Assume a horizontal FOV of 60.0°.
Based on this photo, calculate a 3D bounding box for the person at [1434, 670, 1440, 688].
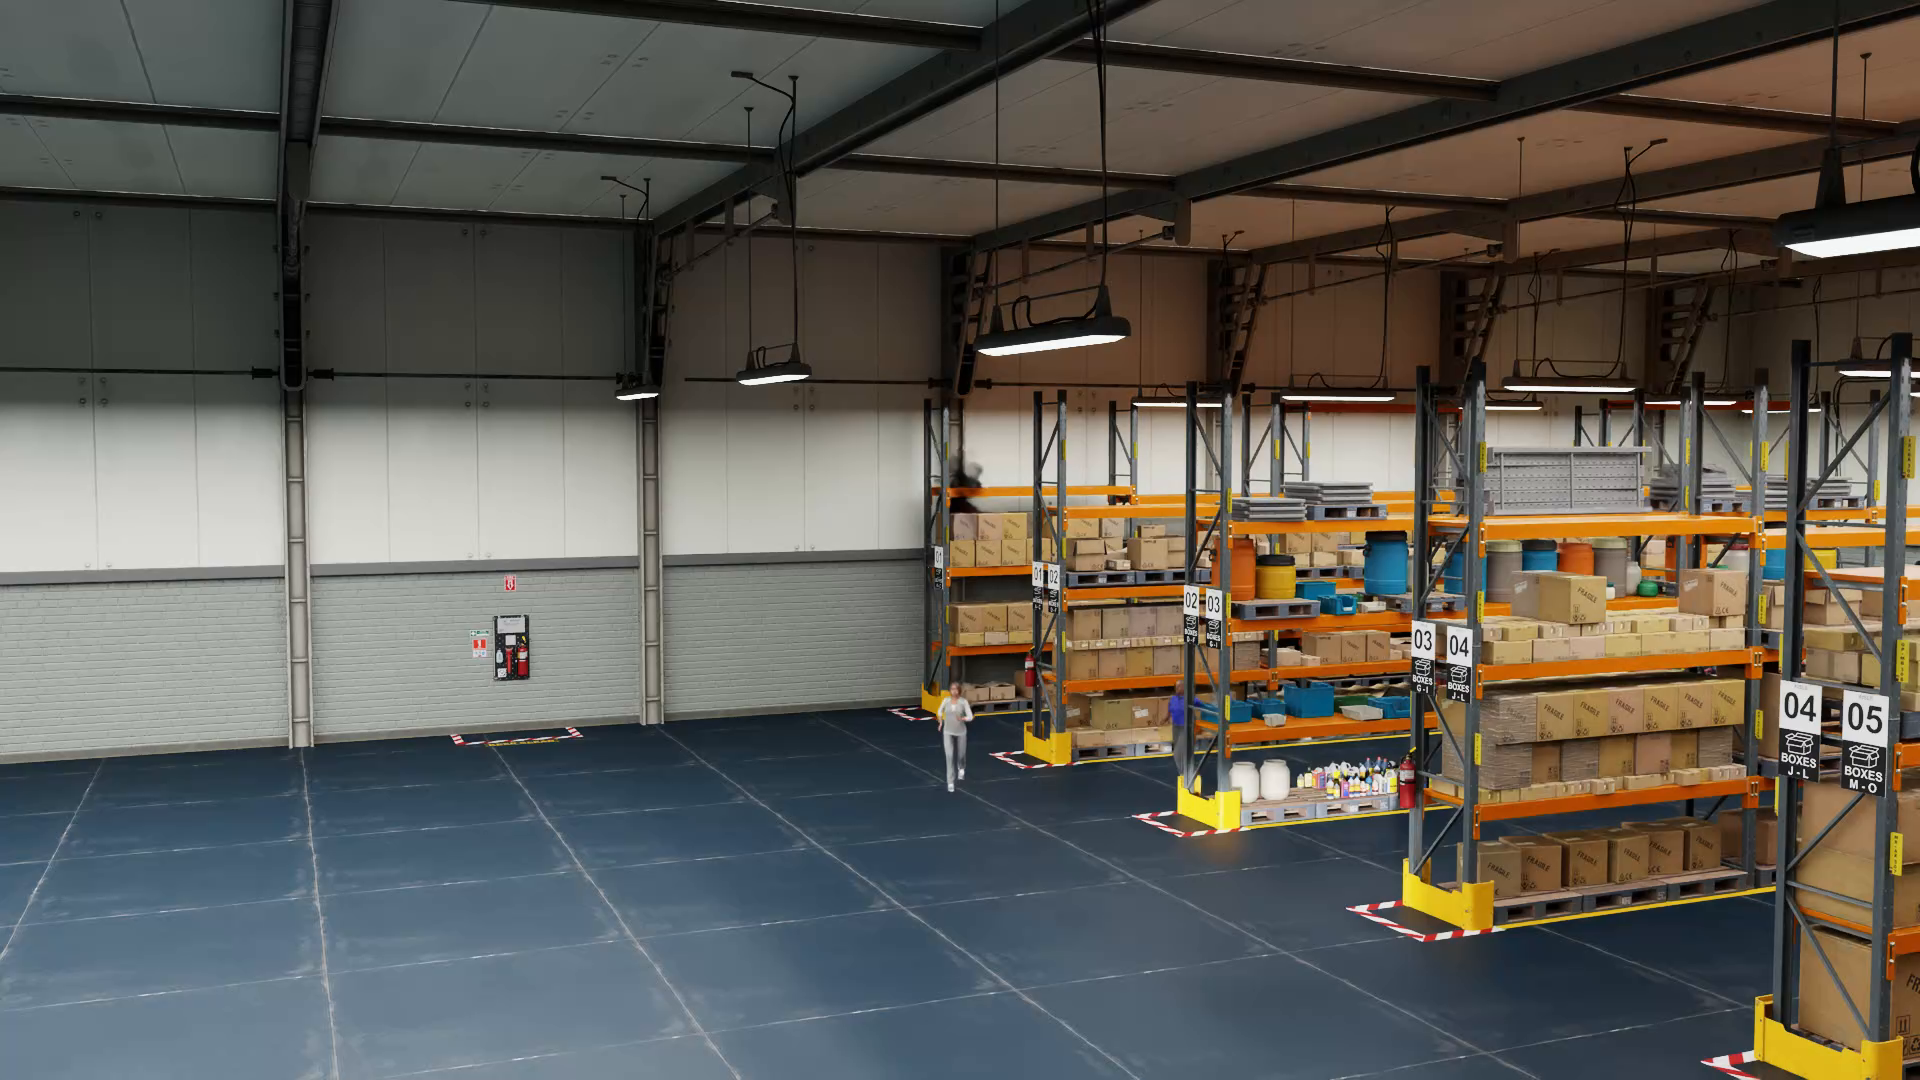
[{"bbox_3d":[9.201,2.404,32.175,0.745,1.835,0.704,-1,4,-17],"label":"person"}]

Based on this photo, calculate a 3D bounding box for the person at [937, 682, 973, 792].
[{"bbox_3d":[-0.079,2.943,24.763,0.541,1.482,0.886,0,3,4],"label":"person"}]

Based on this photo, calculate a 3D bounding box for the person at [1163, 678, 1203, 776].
[{"bbox_3d":[3.304,2.911,24.643,0.723,1.723,0.597,-3,4,-39],"label":"person"}]
